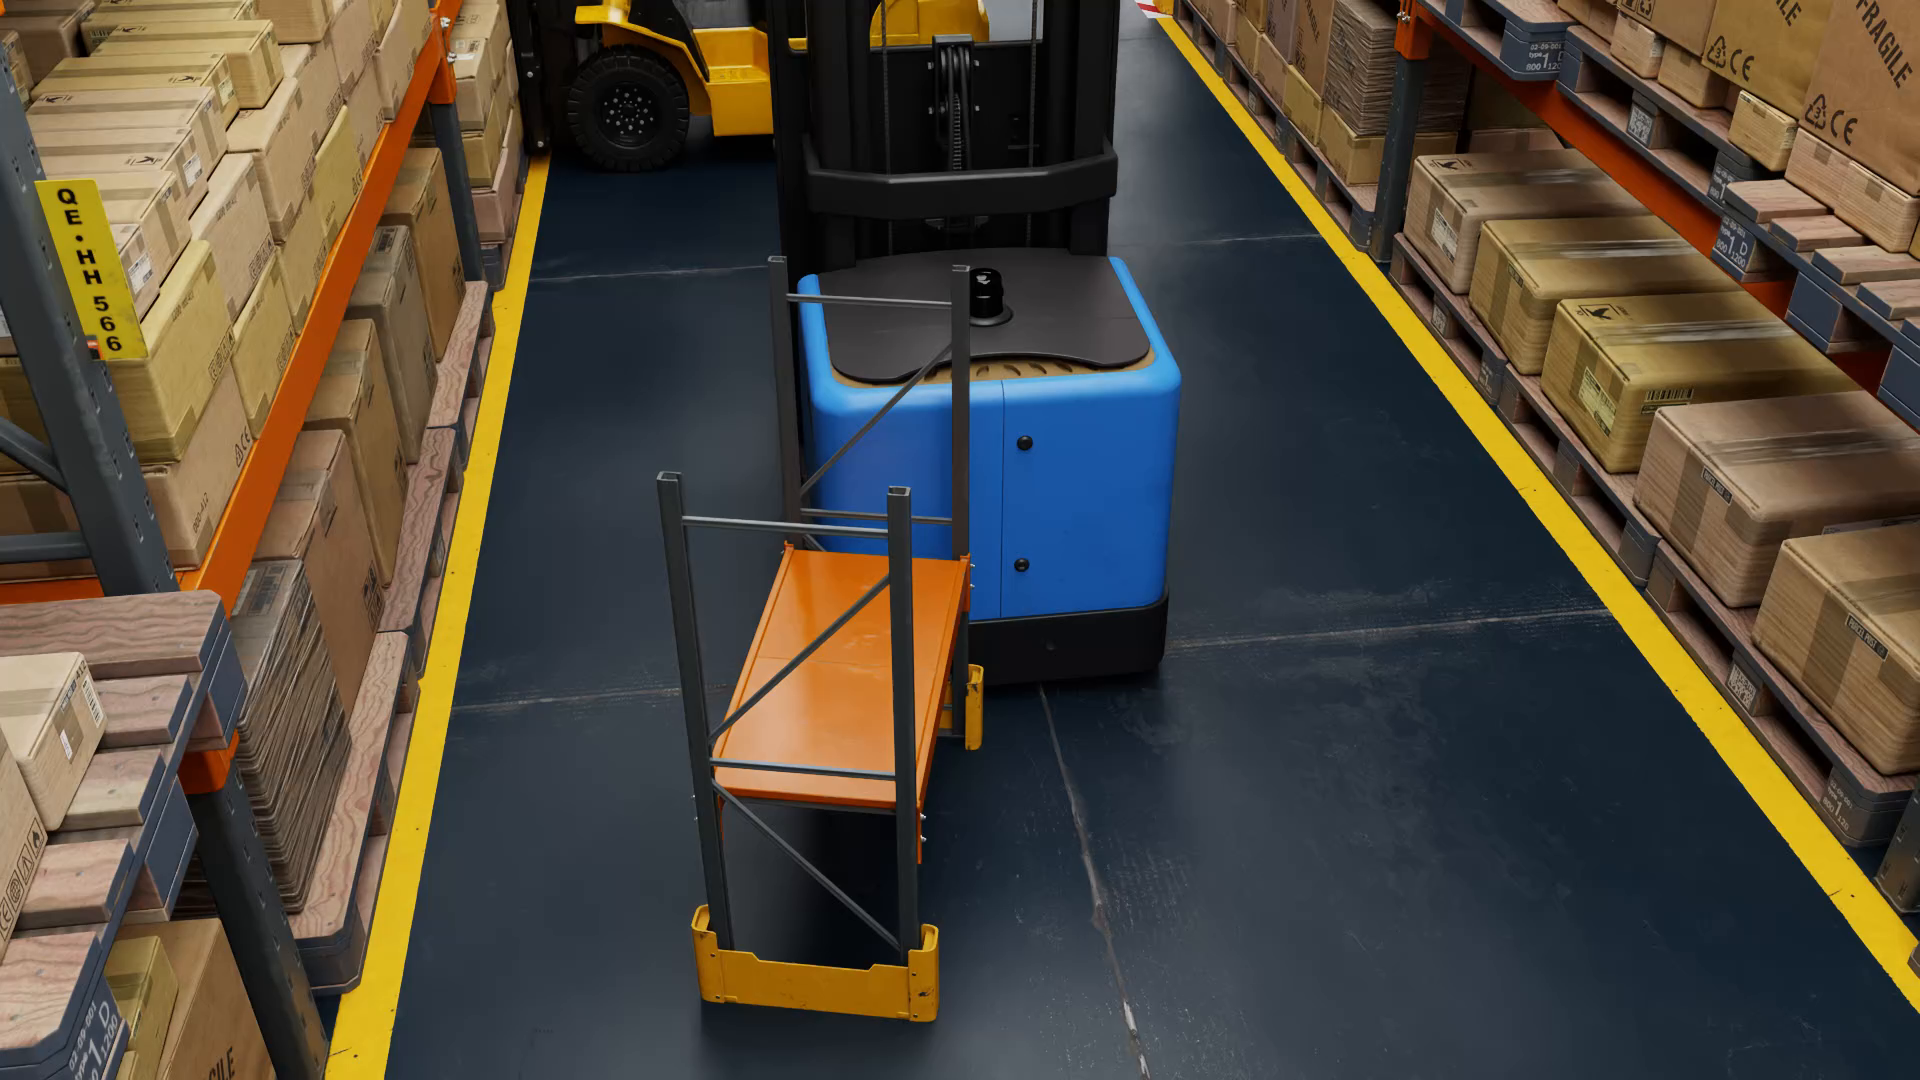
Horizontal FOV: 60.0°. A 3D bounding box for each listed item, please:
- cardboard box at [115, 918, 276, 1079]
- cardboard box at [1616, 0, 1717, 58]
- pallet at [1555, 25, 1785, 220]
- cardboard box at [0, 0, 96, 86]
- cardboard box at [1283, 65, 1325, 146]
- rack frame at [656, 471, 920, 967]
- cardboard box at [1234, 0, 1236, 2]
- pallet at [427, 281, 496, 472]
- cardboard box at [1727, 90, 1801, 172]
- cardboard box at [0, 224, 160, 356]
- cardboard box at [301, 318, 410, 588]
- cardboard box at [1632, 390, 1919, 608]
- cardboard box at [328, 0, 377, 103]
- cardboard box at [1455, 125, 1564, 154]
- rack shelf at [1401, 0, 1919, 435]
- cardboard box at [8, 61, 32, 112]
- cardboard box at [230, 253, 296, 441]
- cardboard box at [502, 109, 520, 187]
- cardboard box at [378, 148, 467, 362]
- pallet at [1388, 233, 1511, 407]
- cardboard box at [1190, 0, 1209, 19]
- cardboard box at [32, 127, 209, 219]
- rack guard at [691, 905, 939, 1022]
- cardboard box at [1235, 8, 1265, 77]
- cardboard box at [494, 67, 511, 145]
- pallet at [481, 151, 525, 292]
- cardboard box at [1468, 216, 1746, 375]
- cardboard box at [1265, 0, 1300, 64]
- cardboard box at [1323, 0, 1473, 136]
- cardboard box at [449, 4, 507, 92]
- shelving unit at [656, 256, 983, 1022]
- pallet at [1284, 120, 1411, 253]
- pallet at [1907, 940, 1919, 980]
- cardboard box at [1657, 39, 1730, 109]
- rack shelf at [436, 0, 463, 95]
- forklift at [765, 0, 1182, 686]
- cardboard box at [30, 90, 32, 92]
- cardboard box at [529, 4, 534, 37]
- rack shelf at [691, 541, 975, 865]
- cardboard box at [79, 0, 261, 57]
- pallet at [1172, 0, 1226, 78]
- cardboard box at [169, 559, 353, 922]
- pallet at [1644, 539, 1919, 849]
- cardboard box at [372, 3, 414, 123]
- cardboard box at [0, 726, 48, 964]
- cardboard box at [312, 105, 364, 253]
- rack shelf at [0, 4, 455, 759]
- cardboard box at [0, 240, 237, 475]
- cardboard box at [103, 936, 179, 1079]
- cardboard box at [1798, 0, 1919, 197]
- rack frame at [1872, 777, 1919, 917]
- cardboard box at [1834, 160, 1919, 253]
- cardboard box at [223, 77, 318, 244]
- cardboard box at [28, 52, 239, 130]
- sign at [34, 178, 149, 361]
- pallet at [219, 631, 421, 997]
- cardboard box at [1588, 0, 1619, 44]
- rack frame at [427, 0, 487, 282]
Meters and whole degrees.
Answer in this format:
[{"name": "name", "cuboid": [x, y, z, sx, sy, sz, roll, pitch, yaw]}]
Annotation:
[{"name": "cardboard box", "cuboid": [-1.722, 1.122, 3.286, 0.500, 0.500, 0.500, -3, 34, -5]}, {"name": "cardboard box", "cuboid": [2.368, -1.779, 4.971, 0.500, 0.500, 0.500, -6, 35, -8]}, {"name": "pallet", "cuboid": [2.620, -1.357, 5.248, 1.003, 0.211, 1.213, -4, 35, -6]}, {"name": "cardboard box", "cuboid": [-2.462, -1.288, 4.311, 0.380, 0.149, 0.250, -3, 34, -5]}, {"name": "cardboard box", "cuboid": [1.961, -2.210, 8.398, 0.500, 0.250, 0.500, -5, 35, -8]}, {"name": "rack frame", "cuboid": [-0.346, 0.509, 3.671, 0.500, 1.500, 0.032, 4, 34, 6]}, {"name": "cardboard box", "cuboid": [1.763, -3.370, 9.435, 0.500, 0.500, 0.500, -6, 35, -8]}, {"name": "pallet", "cuboid": [-2.392, -0.628, 6.485, 1.003, 0.211, 1.213, -4, 35, -6]}, {"name": "cardboard box", "cuboid": [2.386, -1.144, 4.616, 0.380, 0.149, 0.250, -4, 34, -6]}, {"name": "cardboard box", "cuboid": [-1.743, -0.466, 3.106, 0.380, 0.149, 0.250, -3, 34, -5]}, {"name": "cardboard box", "cuboid": [-2.249, -0.238, 5.171, 0.875, 0.625, 0.625, -6, 35, -8]}, {"name": "cardboard box", "cuboid": [2.753, -0.150, 5.266, 0.950, 0.372, 0.625, -5, 35, -7]}, {"name": "cardboard box", "cuboid": [-2.071, -1.507, 4.986, 0.500, 0.250, 0.500, -4, 34, -5]}, {"name": "cardboard box", "cuboid": [2.577, -1.954, 8.022, 0.500, 0.250, 0.500, -6, 35, -9]}, {"name": "rack shelf", "cuboid": [2.657, -1.153, 5.418, 1.077, 0.370, 4.000, -4, 35, -6]}, {"name": "cardboard box", "cuboid": [-2.417, -1.002, 3.892, 0.380, 0.149, 0.250, -5, 35, -7]}, {"name": "cardboard box", "cuboid": [-1.872, -0.442, 3.868, 0.500, 0.250, 0.500, -5, 35, -7]}, {"name": "cardboard box", "cuboid": [-2.350, -1.803, 7.801, 0.500, 0.250, 0.500, -5, 35, -7]}, {"name": "cardboard box", "cuboid": [-2.448, -1.091, 6.423, 0.875, 0.625, 0.625, -3, 34, -4]}, {"name": "pallet", "cuboid": [2.495, -0.980, 7.001, 1.003, 0.211, 1.213, -4, 35, -6]}, {"name": "cardboard box", "cuboid": [1.685, -3.365, 10.093, 0.500, 0.250, 0.500, -5, 35, -7]}, {"name": "cardboard box", "cuboid": [-1.840, -0.757, 3.532, 0.380, 0.149, 0.250, -3, 34, -5]}, {"name": "rack guard", "cuboid": [-0.346, 1.025, 4.024, 0.587, 0.250, 0.087, 4, 34, 6]}, {"name": "cardboard box", "cuboid": [1.832, -2.776, 9.229, 0.500, 0.250, 0.500, -2, 34, -3]}, {"name": "cardboard box", "cuboid": [-2.359, -2.007, 7.656, 0.500, 0.250, 0.500, -5, 35, -7]}, {"name": "pallet", "cuboid": [-2.595, -1.484, 7.739, 1.003, 0.211, 1.213, -4, 35, -6]}, {"name": "cardboard box", "cuboid": [2.561, -0.961, 6.457, 0.950, 0.372, 0.625, -2, 34, -3]}, {"name": "cardboard box", "cuboid": [1.903, -2.792, 8.586, 0.500, 0.500, 0.500, -3, 34, -4]}, {"name": "cardboard box", "cuboid": [2.043, -2.224, 7.752, 0.500, 0.500, 0.500, -5, 35, -7]}, {"name": "cardboard box", "cuboid": [-2.343, -2.219, 7.524, 0.500, 0.250, 0.500, -4, 35, -6]}, {"name": "shelving unit", "cuboid": [-0.286, 0.230, 4.081, 0.587, 1.500, 1.083, 4, 34, 6]}, {"name": "pallet", "cuboid": [2.263, -1.787, 8.184, 1.003, 0.211, 1.213, -4, 35, -6]}, {"name": "pallet", "cuboid": [2.958, 1.263, 3.709, 1.003, 0.211, 1.213, -4, 35, -6]}, {"name": "cardboard box", "cuboid": [2.362, -1.428, 5.032, 0.380, 0.149, 0.250, -5, 35, -8]}, {"name": "rack shelf", "cuboid": [-2.799, -3.008, 8.139, 1.077, 0.370, 4.000, -4, 35, -6]}, {"name": "forklift", "cuboid": [-0.085, -1.563, 5.440, 1.130, 2.935, 3.031, -4, 35, -6]}, {"name": "cardboard box", "cuboid": [-2.463, -0.896, 4.090, 0.500, 0.250, 0.500, -5, 35, -7]}, {"name": "cardboard box", "cuboid": [-2.545, -2.850, 8.893, 0.500, 0.250, 0.500, -5, 35, -7]}, {"name": "rack shelf", "cuboid": [-0.285, 0.374, 4.189, 0.538, 0.185, 1.000, 4, 34, 6]}, {"name": "cardboard box", "cuboid": [-2.058, -1.323, 4.364, 0.380, 0.149, 0.250, -4, 35, -6]}, {"name": "pallet", "cuboid": [1.935, -3.148, 10.182, 1.003, 0.211, 1.213, -4, 35, -6]}, {"name": "cardboard box", "cuboid": [-2.062, 0.502, 4.086, 0.875, 0.625, 0.625, -3, 34, -5]}, {"name": "pallet", "cuboid": [2.823, 0.381, 5.003, 1.003, 0.211, 1.213, -4, 35, -6]}, {"name": "cardboard box", "cuboid": [-2.130, -1.585, 5.546, 0.500, 0.250, 0.500, -5, 35, -7]}, {"name": "cardboard box", "cuboid": [-1.529, 0.496, 2.119, 0.500, 0.250, 0.500, -6, 35, -9]}, {"name": "cardboard box", "cuboid": [-2.016, -1.018, 4.714, 0.500, 0.250, 0.500, -3, 34, -5]}, {"name": "rack shelf", "cuboid": [-2.261, -0.775, 4.863, 1.077, 0.370, 4.000, -4, 35, -6]}, {"name": "cardboard box", "cuboid": [-1.785, -0.369, 3.318, 0.500, 0.250, 0.500, -4, 35, -6]}, {"name": "cardboard box", "cuboid": [-1.674, 0.891, 3.050, 0.380, 0.149, 0.250, -6, 35, -9]}, {"name": "cardboard box", "cuboid": [2.509, -1.193, 4.111, 0.500, 0.500, 0.500, -5, 35, -7]}, {"name": "rack frame", "cuboid": [2.926, -0.335, 3.578, 1.000, 3.000, 0.127, -4, 35, -6]}, {"name": "cardboard box", "cuboid": [2.463, -0.851, 4.185, 0.380, 0.149, 0.250, -5, 35, -7]}, {"name": "cardboard box", "cuboid": [-1.928, -0.940, 4.155, 0.500, 0.250, 0.500, -5, 35, -8]}, {"name": "cardboard box", "cuboid": [-1.951, -1.039, 3.947, 0.380, 0.149, 0.250, -4, 34, -6]}, {"name": "sign", "cuboid": [-1.455, -0.449, 2.787, 0.100, 0.325, 0.005, -4, 35, -6]}, {"name": "pallet", "cuboid": [-2.064, 0.733, 4.487, 1.003, 0.211, 1.213, -4, 35, -6]}, {"name": "cardboard box", "cuboid": [2.313, -1.727, 5.471, 0.380, 0.149, 0.250, -4, 34, -6]}, {"name": "rack frame", "cuboid": [-2.530, -2.189, 6.298, 1.000, 3.000, 0.127, -4, 35, -6]}]
